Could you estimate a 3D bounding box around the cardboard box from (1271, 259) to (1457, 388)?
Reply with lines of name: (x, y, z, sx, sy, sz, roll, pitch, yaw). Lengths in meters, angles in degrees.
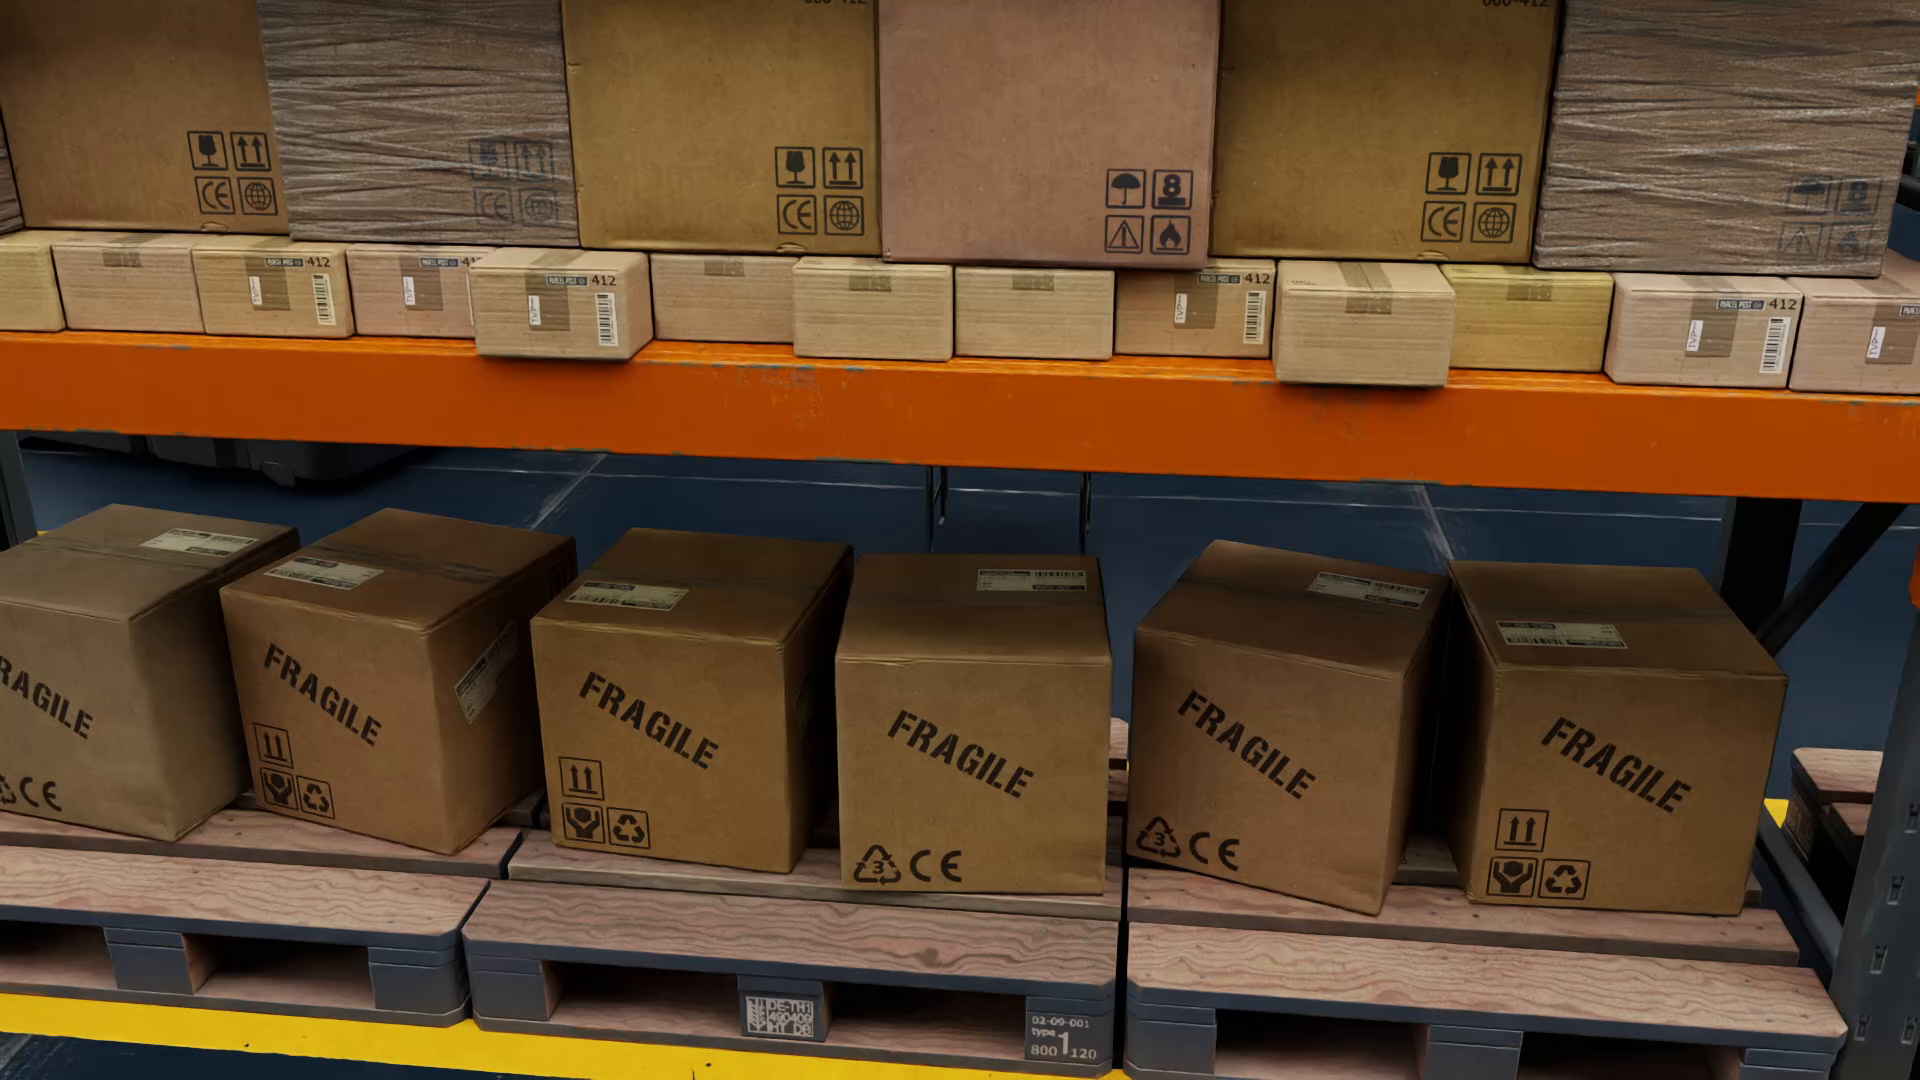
cardboard box: (0.621, -0.367, 2.629, 0.250, 0.149, 0.380, 2, 22, 6)

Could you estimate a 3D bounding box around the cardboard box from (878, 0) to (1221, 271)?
cardboard box: (0.178, -0.811, 2.870, 0.500, 0.500, 0.875, 2, 22, 6)

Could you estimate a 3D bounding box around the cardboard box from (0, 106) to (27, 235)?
cardboard box: (-1.810, -0.888, 3.067, 0.500, 0.500, 0.875, 2, 22, 6)

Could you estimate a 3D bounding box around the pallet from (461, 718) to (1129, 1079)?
pallet: (-0.267, 0.664, 3.472, 1.213, 0.211, 1.003, 2, 22, 6)

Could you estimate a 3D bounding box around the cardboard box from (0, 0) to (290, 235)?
cardboard box: (-1.300, -0.911, 3.123, 0.500, 0.500, 0.875, 2, 22, 6)

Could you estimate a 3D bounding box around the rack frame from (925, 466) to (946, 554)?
rack frame: (-0.078, -0.980, 5.062, 0.015, 2.100, 0.400, 2, 22, 6)

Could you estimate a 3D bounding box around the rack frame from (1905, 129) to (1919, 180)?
rack frame: (6.761, -4.008, 11.498, 0.127, 3.000, 1.000, 2, 22, 6)

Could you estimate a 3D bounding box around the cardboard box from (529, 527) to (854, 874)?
cardboard box: (-0.518, 0.310, 3.404, 0.500, 0.500, 0.500, 5, 22, 11)

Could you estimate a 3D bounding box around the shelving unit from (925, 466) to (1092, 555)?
shelving unit: (0.164, -0.969, 5.036, 0.503, 2.100, 0.431, 2, 22, 6)

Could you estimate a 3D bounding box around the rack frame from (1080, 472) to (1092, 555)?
rack frame: (0.407, -0.959, 5.009, 0.015, 2.100, 0.400, 2, 22, 6)

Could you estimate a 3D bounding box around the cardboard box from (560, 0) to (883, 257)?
cardboard box: (-0.313, -0.847, 2.962, 0.500, 0.500, 0.875, 2, 22, 6)

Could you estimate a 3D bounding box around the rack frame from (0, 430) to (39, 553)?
rack frame: (-2.353, -0.737, 3.225, 0.127, 3.000, 1.000, 2, 22, 6)

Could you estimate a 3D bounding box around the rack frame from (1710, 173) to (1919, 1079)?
rack frame: (1.619, -0.564, 2.787, 0.127, 3.000, 1.000, 2, 22, 6)

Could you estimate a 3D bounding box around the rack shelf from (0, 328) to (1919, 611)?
rack shelf: (-0.367, -0.316, 3.139, 4.000, 0.370, 1.077, 2, 22, 6)

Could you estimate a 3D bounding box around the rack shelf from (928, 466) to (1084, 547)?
rack shelf: (0.164, -0.306, 5.298, 0.480, 0.518, 0.431, 2, 22, 6)

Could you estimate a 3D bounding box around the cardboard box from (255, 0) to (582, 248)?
cardboard box: (-0.808, -0.873, 3.028, 0.500, 0.500, 0.875, 2, 22, 6)

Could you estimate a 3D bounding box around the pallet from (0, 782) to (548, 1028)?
pallet: (-1.475, 0.611, 3.608, 1.213, 0.211, 1.003, 2, 22, 6)

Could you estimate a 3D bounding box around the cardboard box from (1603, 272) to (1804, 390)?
cardboard box: (1.124, -0.364, 2.622, 0.250, 0.149, 0.380, 2, 22, 6)

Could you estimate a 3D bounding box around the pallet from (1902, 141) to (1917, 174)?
pallet: (7.497, -2.665, 11.894, 1.213, 0.211, 1.003, 2, 22, 6)

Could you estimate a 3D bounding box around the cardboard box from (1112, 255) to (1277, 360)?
cardboard box: (0.388, -0.426, 2.778, 0.250, 0.149, 0.380, 2, 22, 6)

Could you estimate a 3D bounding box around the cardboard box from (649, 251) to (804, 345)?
cardboard box: (-0.356, -0.459, 2.861, 0.250, 0.149, 0.380, 2, 22, 6)

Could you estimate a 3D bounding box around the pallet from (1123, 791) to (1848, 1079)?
pallet: (0.948, 0.716, 3.341, 1.213, 0.211, 1.003, 2, 22, 6)

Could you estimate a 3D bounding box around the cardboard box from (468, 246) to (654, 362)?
cardboard box: (-0.620, -0.421, 2.766, 0.250, 0.149, 0.380, 2, 22, 6)

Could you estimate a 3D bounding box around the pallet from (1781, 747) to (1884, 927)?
pallet: (2.392, 0.766, 3.216, 1.213, 0.211, 1.003, 2, 22, 6)

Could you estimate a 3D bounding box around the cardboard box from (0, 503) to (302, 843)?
cardboard box: (-1.735, 0.263, 3.524, 0.500, 0.500, 0.500, 7, 23, 16)

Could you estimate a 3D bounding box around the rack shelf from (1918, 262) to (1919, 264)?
rack shelf: (3.605, -0.143, 2.701, 4.000, 0.370, 1.077, 2, 22, 6)

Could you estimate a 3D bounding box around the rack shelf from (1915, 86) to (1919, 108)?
rack shelf: (4.188, -1.952, 7.275, 4.000, 0.370, 1.077, 2, 22, 6)

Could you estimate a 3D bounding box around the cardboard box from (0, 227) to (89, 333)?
cardboard box: (-1.606, -0.487, 2.934, 0.250, 0.149, 0.380, 2, 22, 6)

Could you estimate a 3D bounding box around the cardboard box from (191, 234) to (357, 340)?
cardboard box: (-1.108, -0.470, 2.892, 0.250, 0.149, 0.380, 2, 22, 6)

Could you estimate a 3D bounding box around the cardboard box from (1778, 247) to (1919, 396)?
cardboard box: (1.371, -0.349, 2.586, 0.250, 0.149, 0.380, 2, 22, 6)

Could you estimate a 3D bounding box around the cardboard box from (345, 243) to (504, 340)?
cardboard box: (-0.856, -0.470, 2.889, 0.250, 0.149, 0.380, 2, 22, 6)

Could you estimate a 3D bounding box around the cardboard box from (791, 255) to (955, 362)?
cardboard box: (-0.117, -0.420, 2.763, 0.250, 0.149, 0.380, 2, 22, 6)

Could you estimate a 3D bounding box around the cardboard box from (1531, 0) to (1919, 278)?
cardboard box: (1.179, -0.791, 2.821, 0.500, 0.500, 0.875, 2, 22, 6)

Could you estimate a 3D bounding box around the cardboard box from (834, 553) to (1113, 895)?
cardboard box: (0.031, 0.351, 3.302, 0.500, 0.500, 0.500, 1, 22, 1)

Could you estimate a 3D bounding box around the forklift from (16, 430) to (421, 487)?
forklift: (-3.342, -1.884, 6.220, 3.031, 2.935, 1.130, 9, 23, 21)

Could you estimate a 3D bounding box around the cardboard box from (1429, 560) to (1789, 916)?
cardboard box: (1.226, 0.371, 3.250, 0.500, 0.500, 0.500, 2, 22, 5)

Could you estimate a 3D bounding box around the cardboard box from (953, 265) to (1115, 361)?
cardboard box: (0.135, -0.422, 2.768, 0.250, 0.149, 0.380, 2, 22, 6)

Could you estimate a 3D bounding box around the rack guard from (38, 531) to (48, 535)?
rack guard: (-2.278, 0.428, 3.676, 0.348, 0.500, 1.175, 2, 22, 6)

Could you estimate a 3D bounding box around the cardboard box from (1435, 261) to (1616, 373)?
cardboard box: (0.882, -0.397, 2.705, 0.250, 0.149, 0.380, 2, 22, 6)

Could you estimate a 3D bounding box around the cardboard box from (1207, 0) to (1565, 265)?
cardboard box: (0.687, -0.826, 2.908, 0.500, 0.500, 0.875, 2, 22, 6)

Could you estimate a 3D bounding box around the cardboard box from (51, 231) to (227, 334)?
cardboard box: (-1.355, -0.484, 2.926, 0.250, 0.149, 0.380, 2, 22, 6)

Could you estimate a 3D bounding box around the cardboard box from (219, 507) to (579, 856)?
cardboard box: (-1.138, 0.276, 3.490, 0.500, 0.500, 0.500, 8, 23, 20)

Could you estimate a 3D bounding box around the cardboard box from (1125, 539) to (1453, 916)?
cardboard box: (0.657, 0.349, 3.306, 0.500, 0.500, 0.500, 10, 24, 23)
